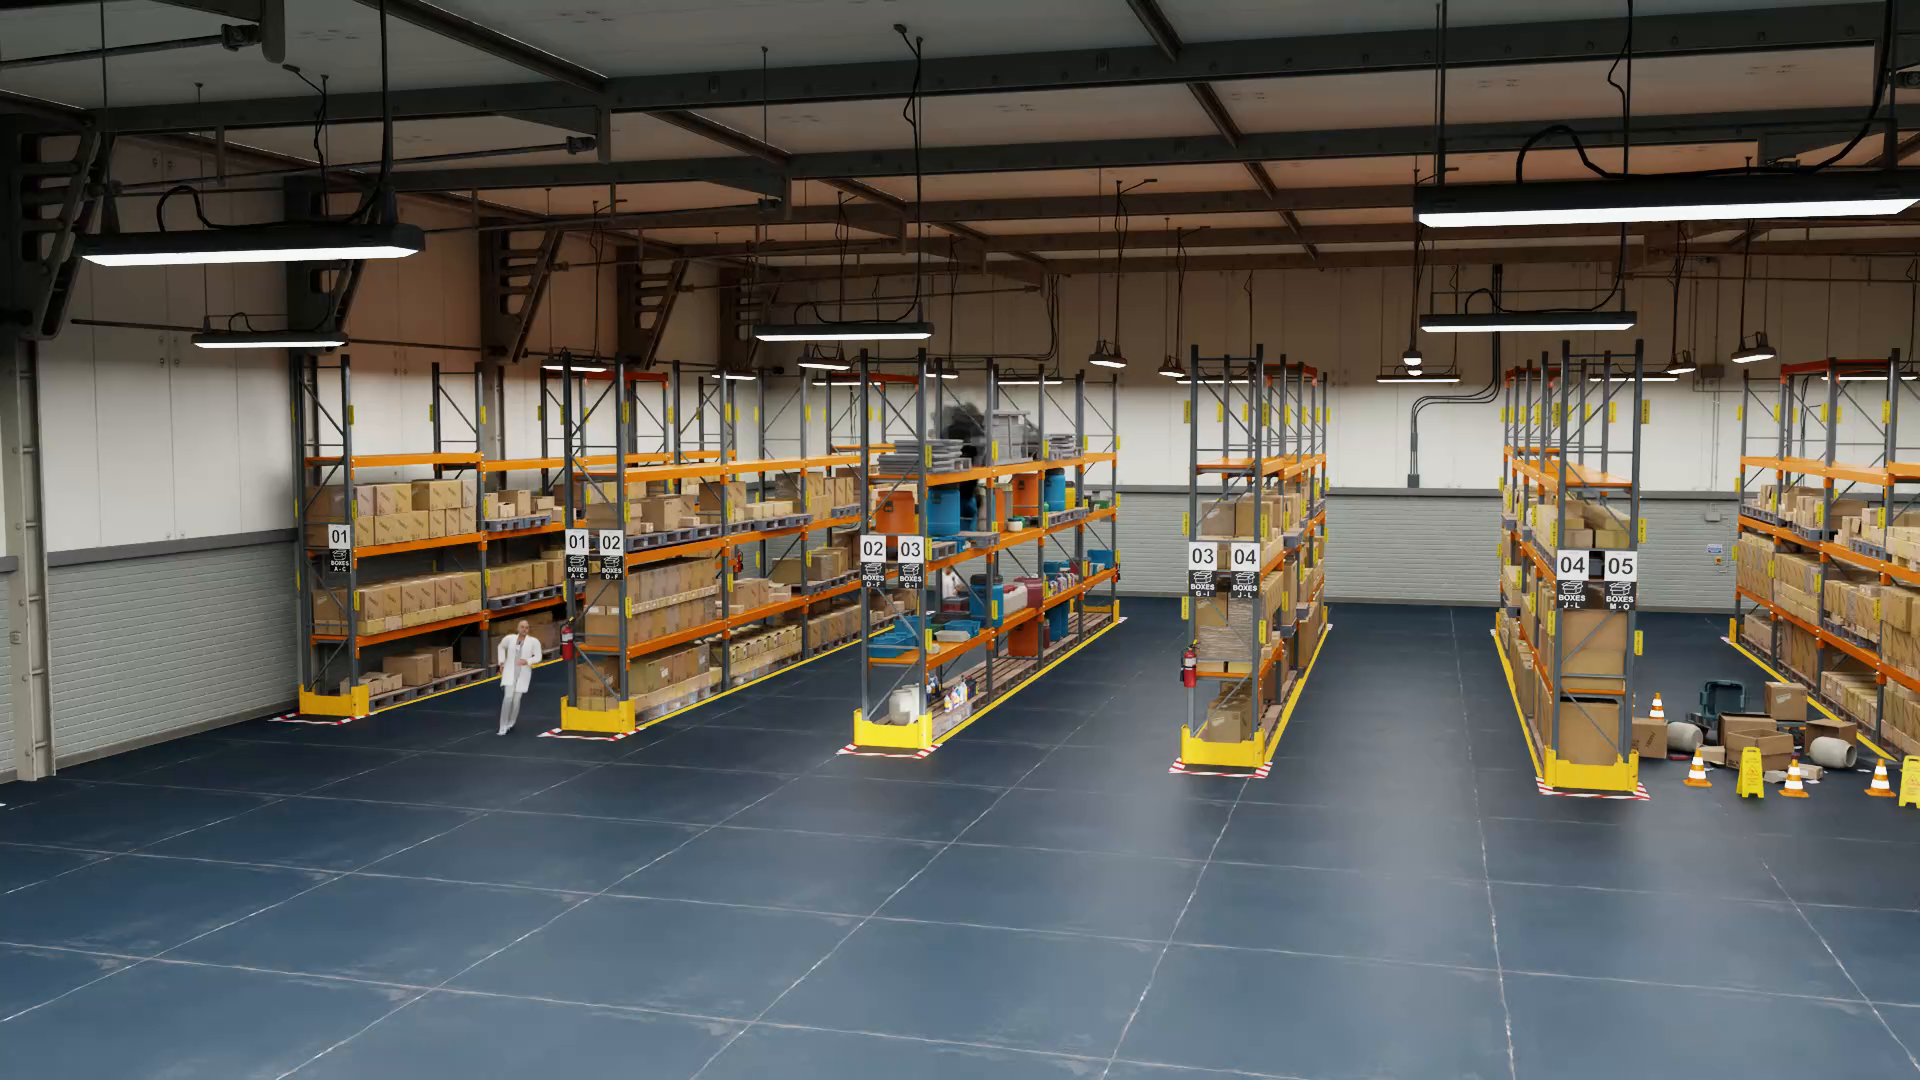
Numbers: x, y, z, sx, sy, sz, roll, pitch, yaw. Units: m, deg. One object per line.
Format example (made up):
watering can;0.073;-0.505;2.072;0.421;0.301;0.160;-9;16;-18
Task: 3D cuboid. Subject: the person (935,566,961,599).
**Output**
person;-0.283;1.330;38.211;0.594;1.617;0.605;0;4;3

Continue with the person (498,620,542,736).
person;-6.961;2.171;26.288;0.688;1.816;0.756;-1;4;-16
